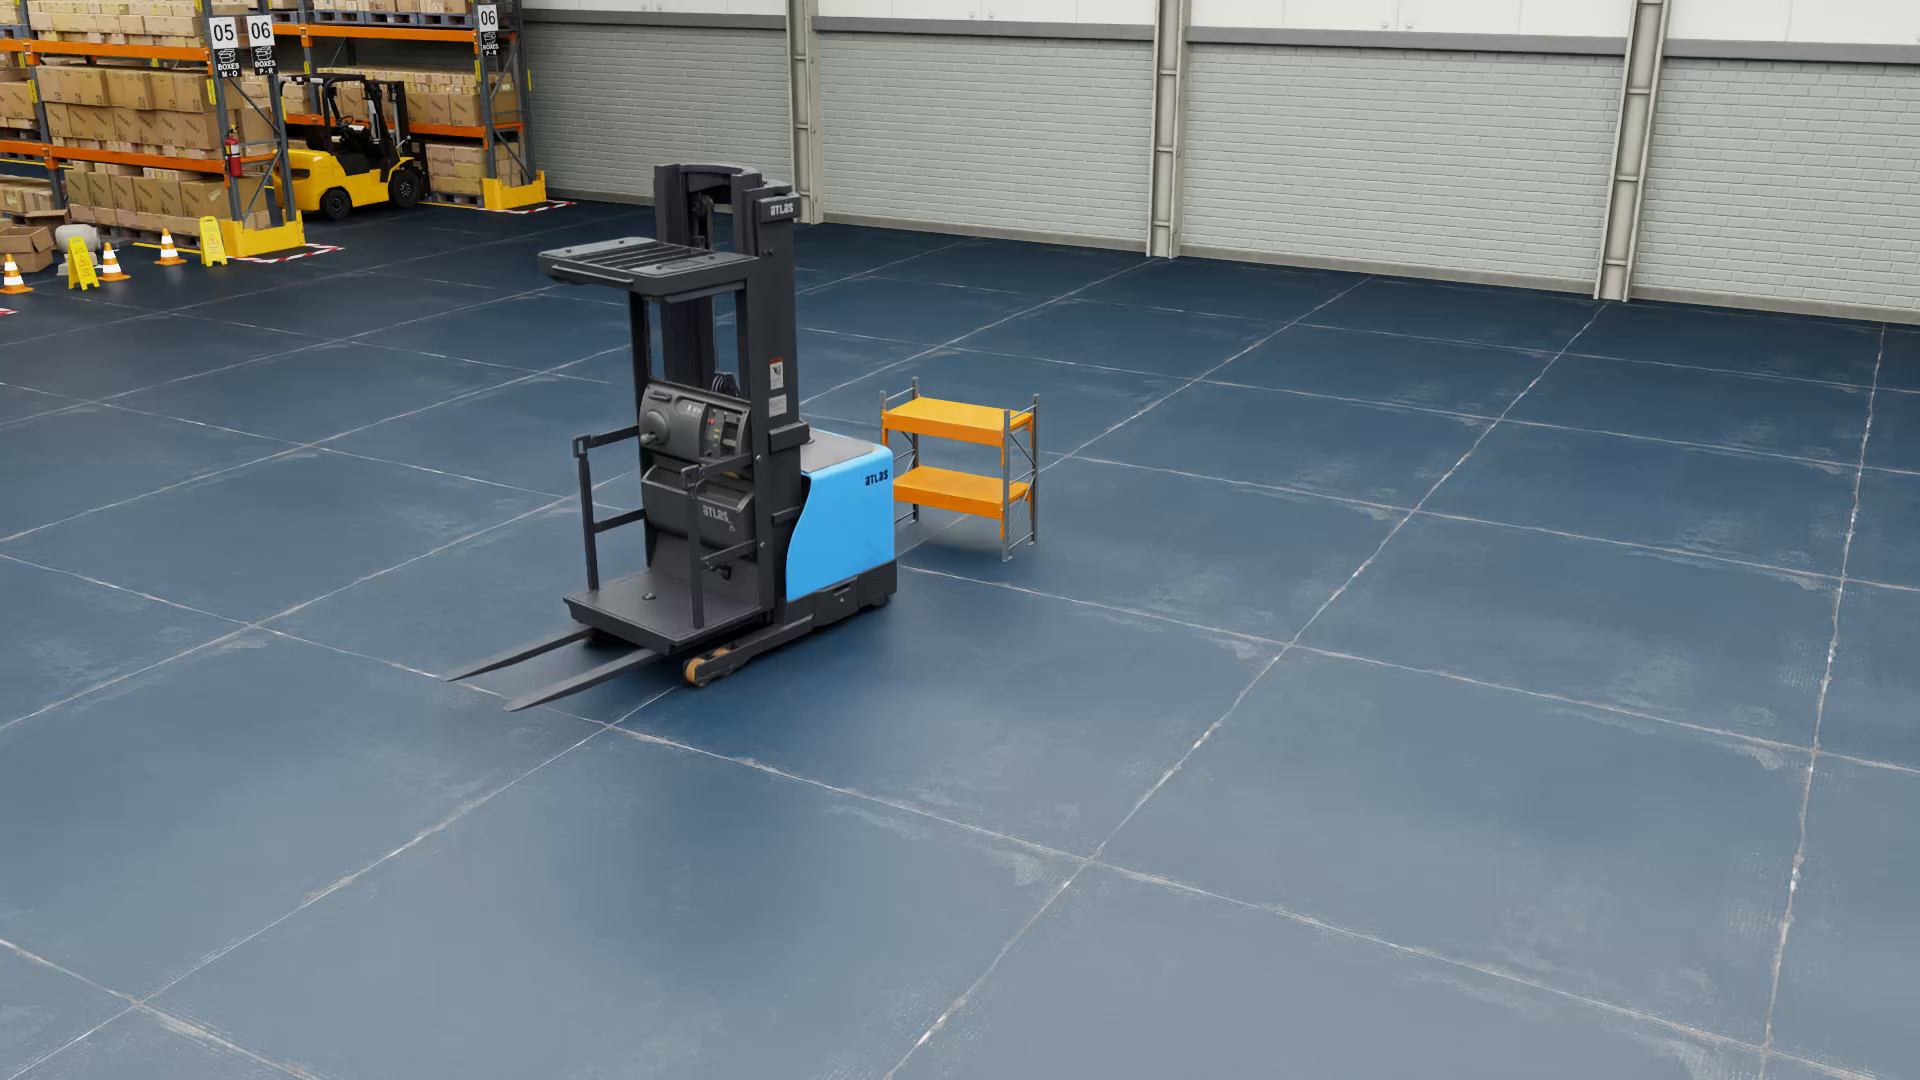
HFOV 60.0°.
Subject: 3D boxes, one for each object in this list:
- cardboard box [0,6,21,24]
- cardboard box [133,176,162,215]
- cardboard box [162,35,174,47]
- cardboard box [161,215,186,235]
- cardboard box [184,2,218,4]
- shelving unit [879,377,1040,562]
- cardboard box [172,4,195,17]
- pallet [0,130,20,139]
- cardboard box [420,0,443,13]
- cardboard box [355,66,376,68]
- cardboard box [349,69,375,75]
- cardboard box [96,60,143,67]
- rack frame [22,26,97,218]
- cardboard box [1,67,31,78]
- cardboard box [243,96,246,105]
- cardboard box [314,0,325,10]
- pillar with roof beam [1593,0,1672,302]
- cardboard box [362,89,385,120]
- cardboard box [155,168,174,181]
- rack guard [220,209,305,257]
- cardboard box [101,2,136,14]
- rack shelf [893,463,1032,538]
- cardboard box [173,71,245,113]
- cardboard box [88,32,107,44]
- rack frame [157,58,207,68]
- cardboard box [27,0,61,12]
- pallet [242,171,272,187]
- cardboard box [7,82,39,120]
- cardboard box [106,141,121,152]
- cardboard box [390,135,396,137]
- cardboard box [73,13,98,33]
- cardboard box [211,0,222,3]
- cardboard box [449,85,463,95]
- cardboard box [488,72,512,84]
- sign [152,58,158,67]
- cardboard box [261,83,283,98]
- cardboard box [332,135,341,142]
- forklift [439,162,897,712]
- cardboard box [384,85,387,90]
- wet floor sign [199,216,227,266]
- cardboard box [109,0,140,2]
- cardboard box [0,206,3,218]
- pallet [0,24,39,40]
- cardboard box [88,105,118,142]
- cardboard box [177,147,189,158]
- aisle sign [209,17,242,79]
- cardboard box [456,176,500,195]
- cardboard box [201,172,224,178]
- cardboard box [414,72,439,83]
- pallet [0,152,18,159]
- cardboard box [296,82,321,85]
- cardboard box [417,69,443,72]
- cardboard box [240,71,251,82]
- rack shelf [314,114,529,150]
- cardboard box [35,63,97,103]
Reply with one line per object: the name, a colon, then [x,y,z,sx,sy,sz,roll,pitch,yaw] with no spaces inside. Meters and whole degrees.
cardboard box: [-13.939,-7.802,24.680,0.500,0.250,0.500,10,22,26]
cardboard box: [-11.588,-5.030,24.151,0.500,0.500,0.500,10,22,26]
cardboard box: [-10.763,-6.900,22.957,0.250,0.149,0.380,12,23,29]
cardboard box: [-11.152,-4.593,24.046,0.500,0.250,0.500,11,23,27]
cardboard box: [-10.676,-7.493,23.424,0.250,0.149,0.380,11,23,27]
shelving unit: [-0.006,-0.530,12.176,1.048,1.125,0.538,11,23,27]
cardboard box: [-10.512,-7.235,22.713,0.250,0.149,0.380,11,23,28]
pallet: [-15.103,-6.469,26.081,1.213,0.211,1.003,11,23,27]
cardboard box: [-8.542,-8.705,27.000,0.258,0.266,0.396,11,23,27]
cardboard box: [-10.316,-8.164,28.938,0.250,0.149,0.380,10,22,26]
cardboard box: [-10.134,-7.910,28.238,0.250,0.149,0.380,11,23,28]
cardboard box: [-15.949,-8.817,31.505,0.637,0.503,0.797,10,22,26]
rack frame: [-13.359,-6.211,25.088,0.127,3.000,1.000,11,23,27]
cardboard box: [-14.595,-7.234,25.758,0.250,0.149,0.380,12,23,30]
cardboard box: [-12.823,-7.882,29.915,0.500,0.250,0.500,12,23,29]
cardboard box: [-10.698,-9.061,28.152,0.250,0.149,0.380,11,23,28]
pillar with roof beam: [5.997,-5.953,15.581,0.400,9.000,9.100,11,23,27]
cardboard box: [-9.776,-7.419,28.273,0.500,0.500,0.500,11,22,27]
cardboard box: [-11.264,-5.247,23.798,0.250,0.149,0.380,11,23,28]
rack guard: [-9.933,-4.383,23.716,0.348,0.500,1.175,11,23,27]
cardboard box: [-11.845,-7.494,23.427,0.250,0.149,0.380,11,23,28]
rack shelf: [-0.006,-0.300,12.260,1.000,0.278,0.538,11,23,27]
cardboard box: [-10.419,-6.223,23.071,0.500,0.500,0.700,10,22,26]
cardboard box: [-12.124,-7.138,23.613,0.250,0.149,0.380,10,22,26]
rack frame: [-14.433,-8.354,30.998,0.127,3.000,1.000,11,23,27]
cardboard box: [-13.243,-7.728,24.071,0.250,0.149,0.380,10,22,26]
pallet: [-12.673,-6.692,30.503,1.213,0.211,1.003,11,23,27]
cardboard box: [-13.874,-6.604,24.972,0.500,0.500,0.500,10,22,26]
cardboard box: [-12.128,-5.729,24.129,0.250,0.149,0.380,11,23,28]
cardboard box: [-9.968,-6.960,29.104,0.500,0.250,0.500,10,22,27]
cardboard box: [-12.222,-7.365,23.656,0.500,0.250,0.500,11,23,28]
cardboard box: [-13.031,-9.694,29.382,0.500,0.500,0.500,11,23,29]
cardboard box: [-8.126,-7.384,27.224,0.250,0.149,0.380,11,23,28]
cardboard box: [-7.638,-7.635,27.481,0.250,0.149,0.380,10,22,26]
sign: [-14.690,-8.698,30.364,0.005,0.325,0.100,11,23,27]
cardboard box: [-11.947,-7.943,29.349,0.500,0.250,0.500,10,22,26]
cardboard box: [-10.672,-6.890,28.911,0.500,0.250,0.500,10,22,26]
forklift: [-1.757,-0.695,9.983,1.130,2.935,3.031,16,25,37]
cardboard box: [-9.451,-7.647,27.949,0.250,0.149,0.380,10,22,26]
wet floor sign: [-10.223,-4.089,22.691,0.267,0.644,0.232,-16,26,-38]
cardboard box: [-12.059,-7.721,24.053,0.250,0.149,0.380,10,22,26]
cardboard box: [-14.201,-4.857,23.911,0.500,0.500,0.500,11,23,27]
pallet: [-13.846,-7.667,24.979,1.003,0.211,1.213,11,23,27]
cardboard box: [-12.229,-6.078,24.138,0.500,0.500,0.500,11,22,27]
cardboard box: [-10.786,-5.484,23.454,0.250,0.149,0.380,10,22,26]
aisle sign: [-9.954,-6.671,22.545,0.004,0.787,0.394,11,23,27]
cardboard box: [-8.013,-5.913,27.683,0.500,0.250,0.500,11,23,28]
cardboard box: [-10.916,-5.109,24.367,0.500,0.500,0.500,10,22,25]
cardboard box: [-8.799,-7.654,27.532,0.250,0.149,0.380,11,23,29]
pallet: [-19.594,-8.026,34.181,1.213,0.211,1.003,11,23,27]
cardboard box: [-11.348,-8.032,29.010,0.250,0.149,0.380,12,23,29]
cardboard box: [-8.975,-7.901,28.213,0.250,0.149,0.380,11,23,28]
cardboard box: [-12.747,-8.257,29.630,0.250,0.149,0.380,10,22,26]
rack shelf: [-9.195,-7.018,28.370,4.000,0.370,1.077,11,23,27]
cardboard box: [-13.080,-6.730,24.470,0.500,0.500,0.700,11,22,27]
